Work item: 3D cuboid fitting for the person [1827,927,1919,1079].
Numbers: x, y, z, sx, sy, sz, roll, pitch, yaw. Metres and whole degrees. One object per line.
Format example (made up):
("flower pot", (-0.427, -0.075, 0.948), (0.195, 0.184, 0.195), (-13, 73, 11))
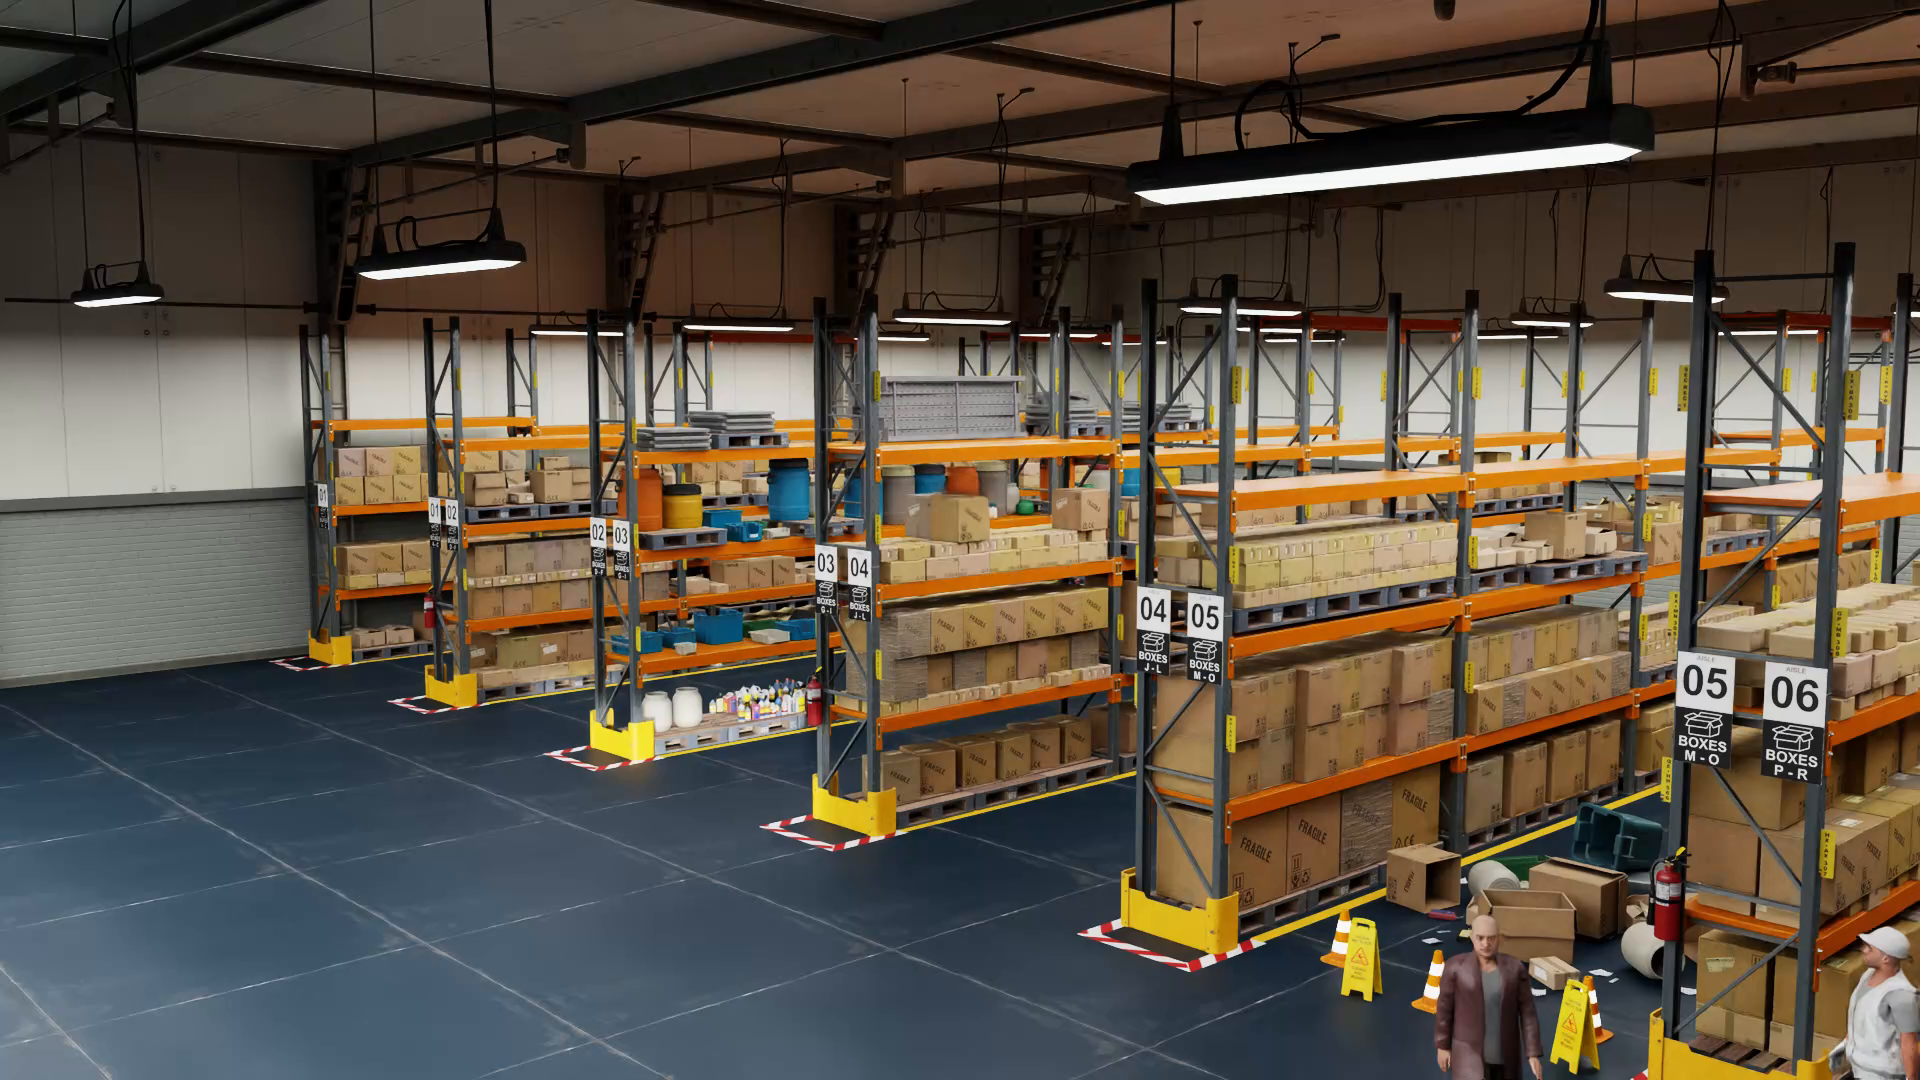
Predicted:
("person", (5.639, 3.251, 10.304), (1.022, 1.749, 0.620), (0, 6, 3))

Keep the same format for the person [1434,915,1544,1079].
("person", (3.330, 3.238, 10.481), (0.610, 1.744, 1.069), (0, 6, 2))
